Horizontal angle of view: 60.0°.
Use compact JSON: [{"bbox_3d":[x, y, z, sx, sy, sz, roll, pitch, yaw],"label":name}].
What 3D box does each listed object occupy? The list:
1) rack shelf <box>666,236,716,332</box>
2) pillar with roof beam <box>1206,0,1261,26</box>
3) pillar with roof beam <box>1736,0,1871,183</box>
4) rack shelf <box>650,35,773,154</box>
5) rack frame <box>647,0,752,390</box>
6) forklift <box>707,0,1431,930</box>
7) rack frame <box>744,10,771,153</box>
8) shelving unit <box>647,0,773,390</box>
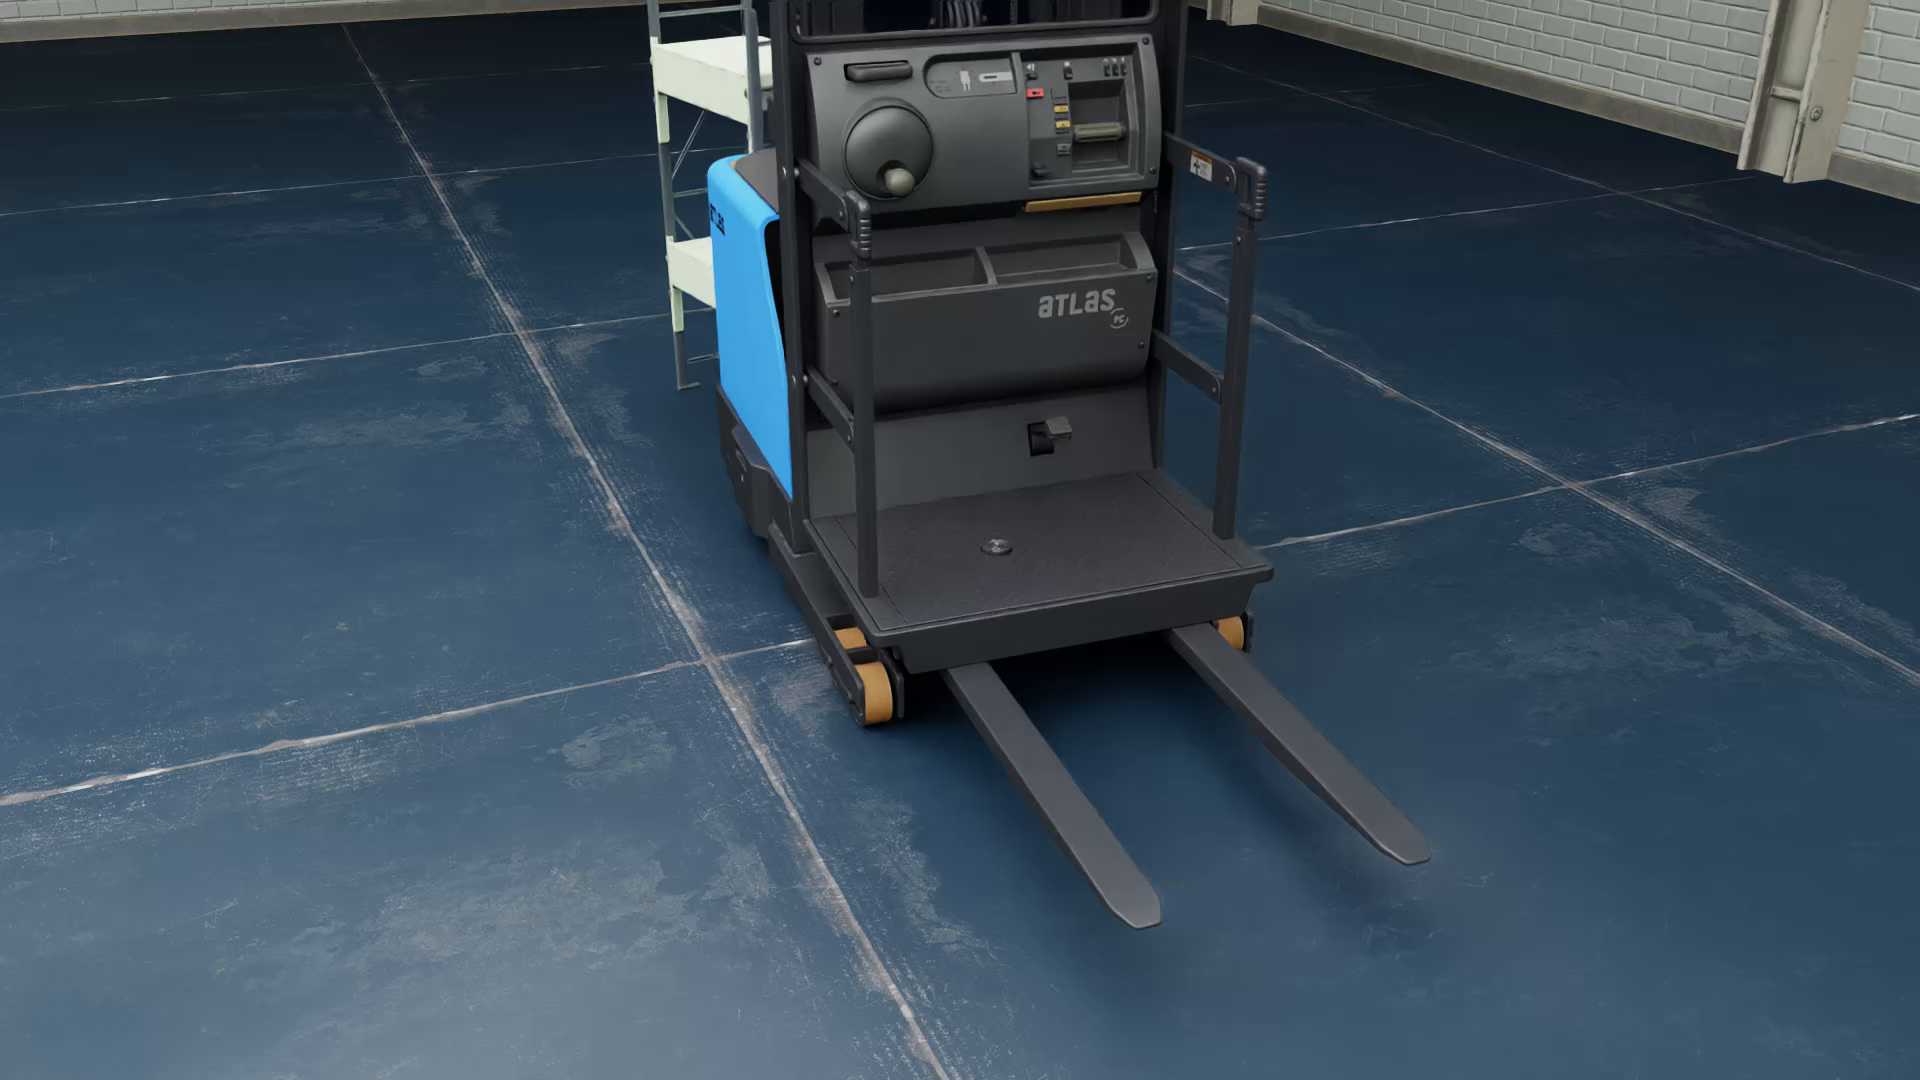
[{"bbox_3d":[-0.719,-0.882,6.091,0.431,0.370,0.720,-17,31,-31],"label":"rack shelf"},{"bbox_3d":[-1.574,-7.840,11.050,9.100,9.000,0.400,-11,28,-21],"label":"pillar with roof beam"},{"bbox_3d":[0.776,-5.417,6.089,9.100,9.000,0.400,-11,28,-21],"label":"pillar with roof beam"},{"bbox_3d":[-0.719,-1.526,5.776,0.431,0.370,0.720,-17,31,-31],"label":"rack shelf"},{"bbox_3d":[-0.926,-1.308,6.219,0.400,1.500,0.023,-17,31,-31],"label":"rack frame"},{"bbox_3d":[0.148,-1.042,4.043,1.130,2.935,3.031,-9,27,-17],"label":"forklift"},{"bbox_3d":[-0.512,-1.043,5.676,0.400,1.500,0.023,-17,31,-31],"label":"rack frame"},{"bbox_3d":[-0.719,-1.175,5.948,0.431,1.500,0.755,-17,31,-31],"label":"shelving unit"}]
